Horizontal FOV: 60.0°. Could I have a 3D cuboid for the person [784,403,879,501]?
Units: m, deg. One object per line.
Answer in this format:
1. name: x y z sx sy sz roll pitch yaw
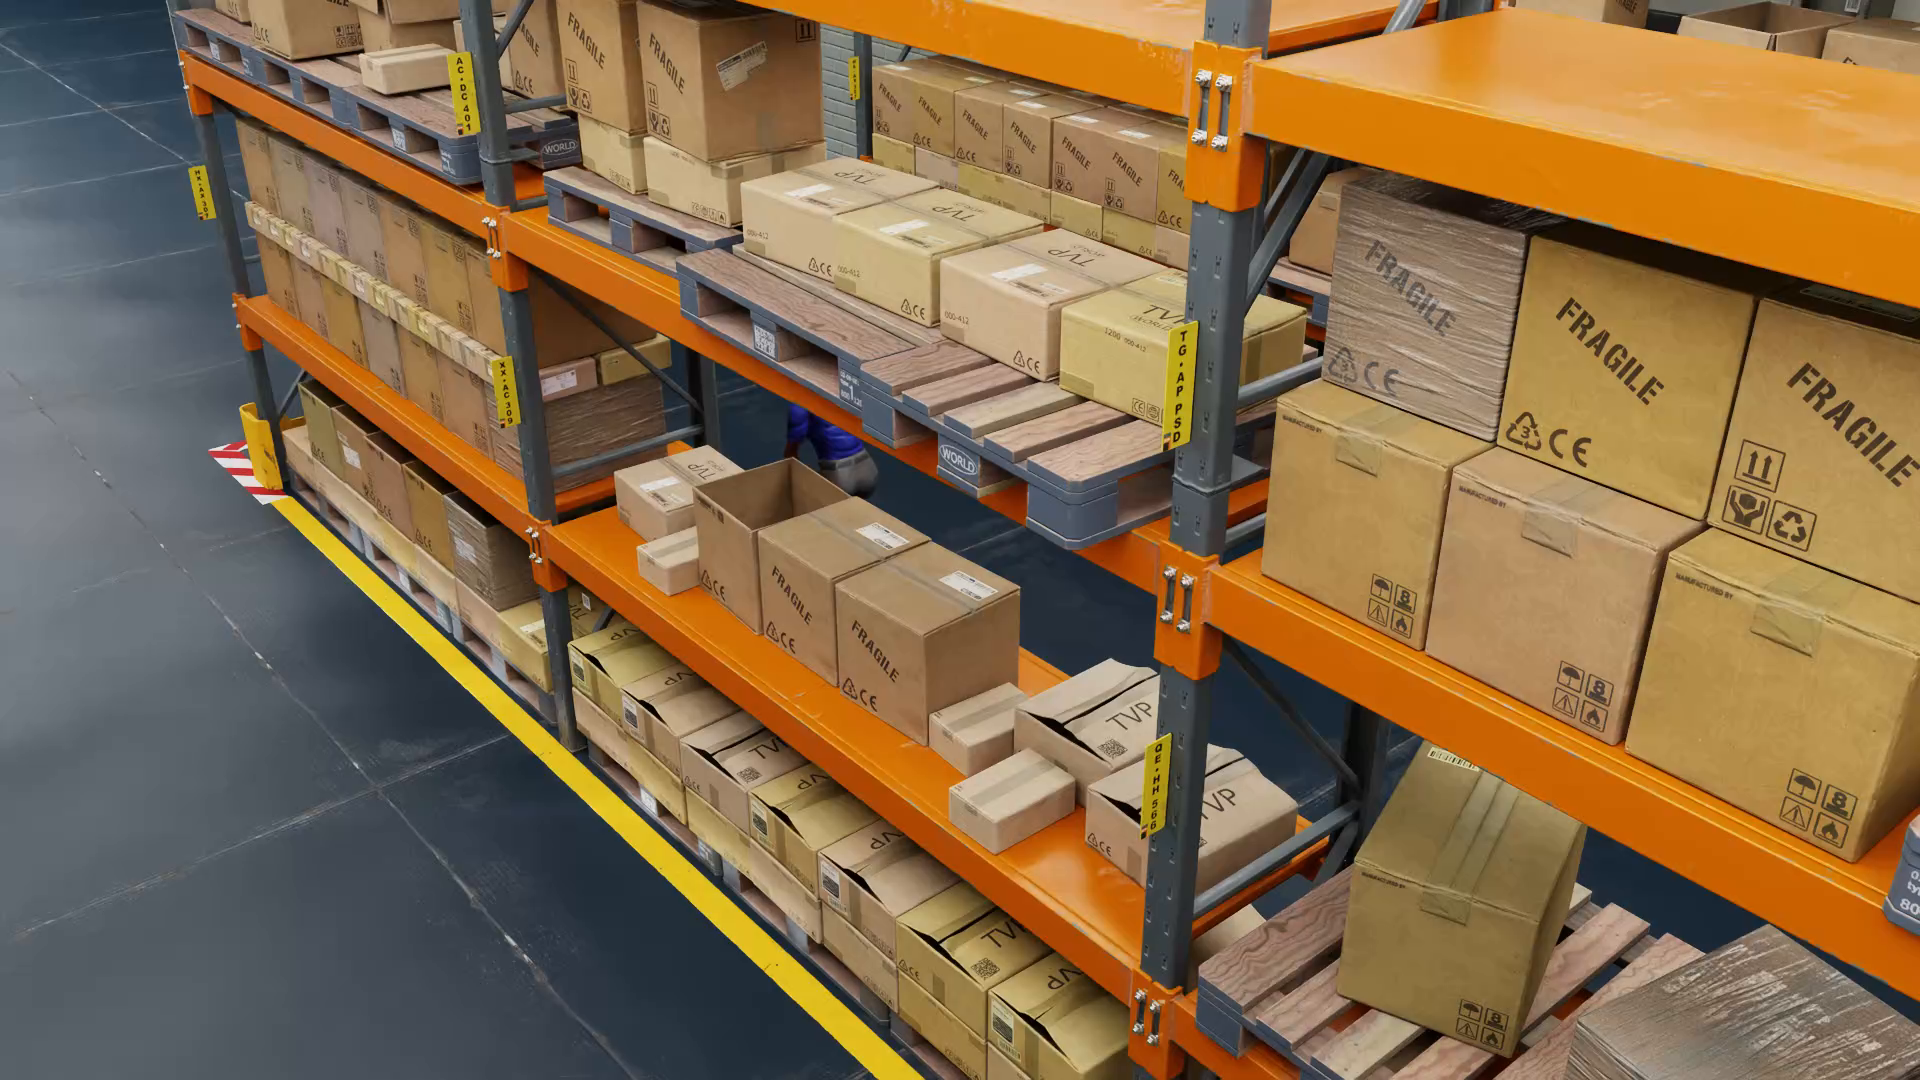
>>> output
1. person: -0.758 -0.372 9.535 0.490 1.465 0.556 -22 35 -34
